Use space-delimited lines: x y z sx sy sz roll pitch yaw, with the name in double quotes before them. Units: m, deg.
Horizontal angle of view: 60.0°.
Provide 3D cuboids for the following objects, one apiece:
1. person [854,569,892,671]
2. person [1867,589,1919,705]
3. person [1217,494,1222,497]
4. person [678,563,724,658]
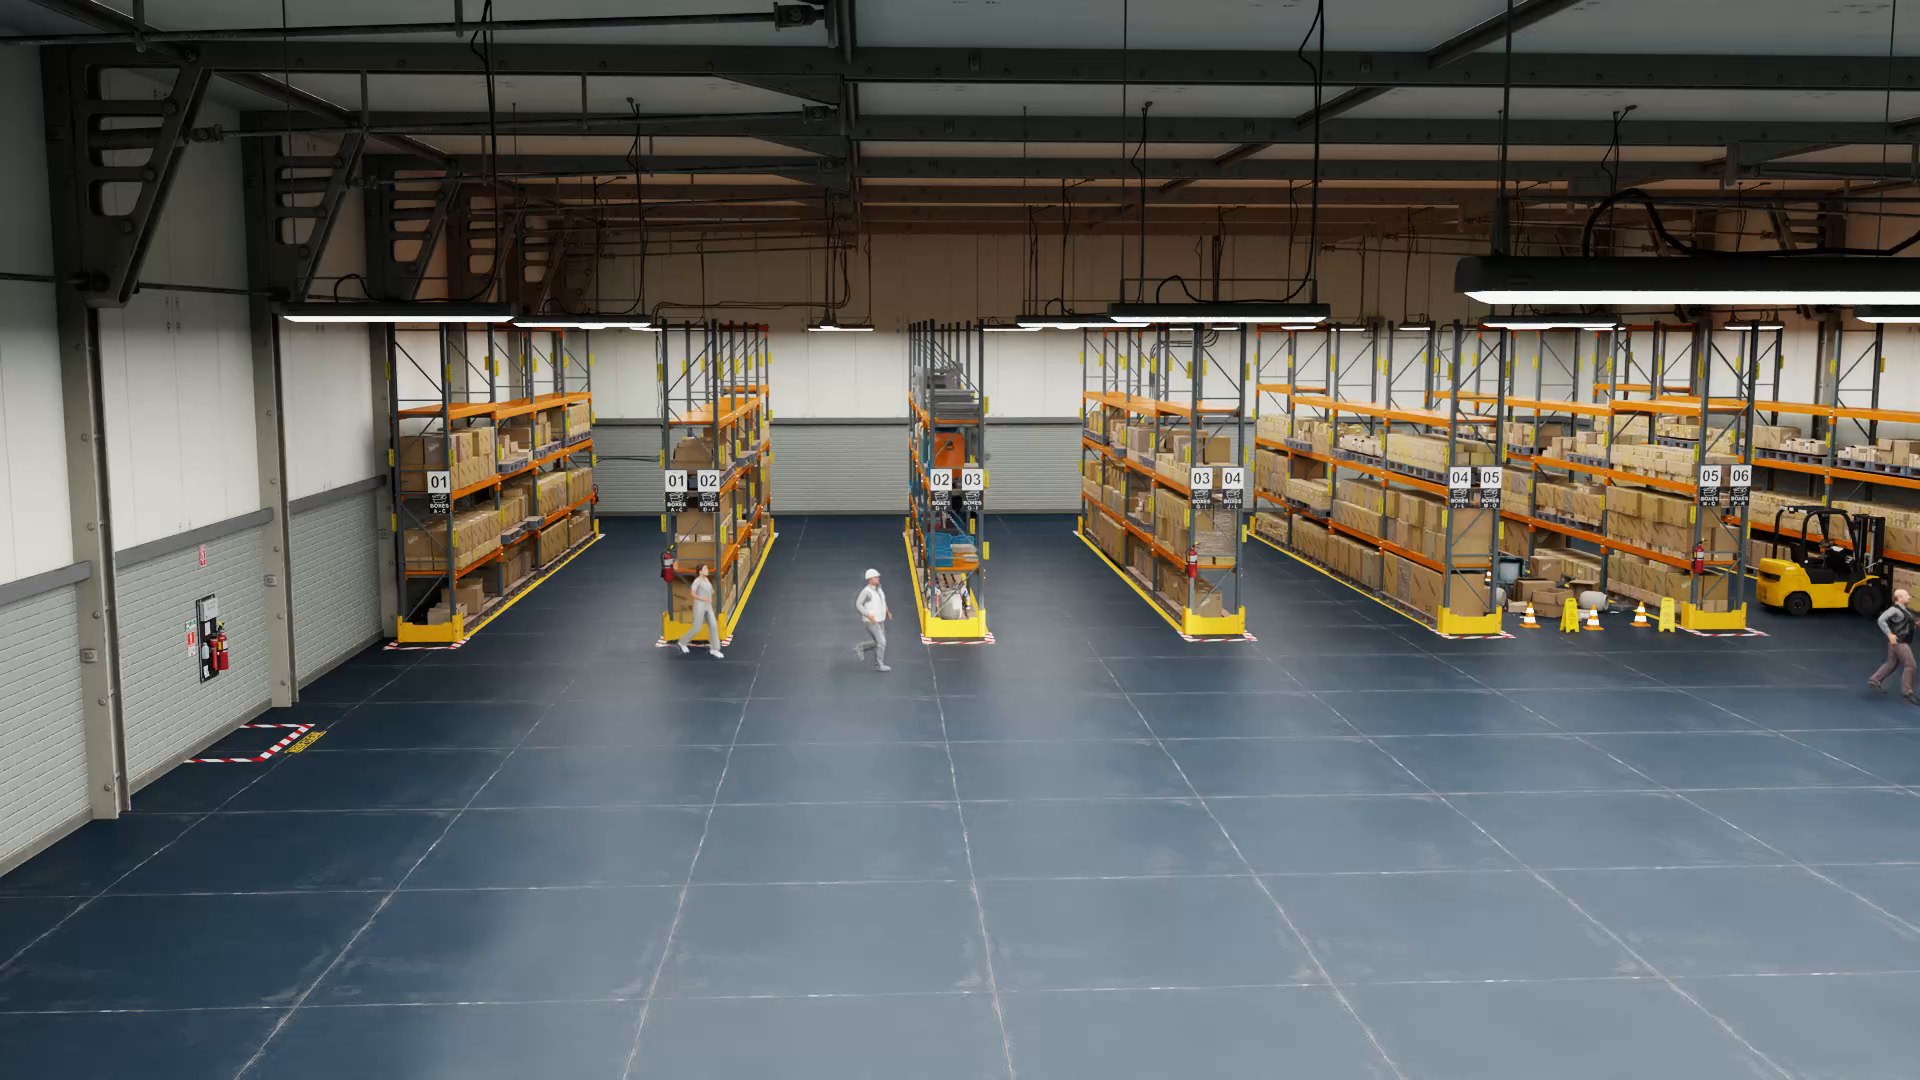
"person" -1.517 1.357 28.410 0.771 1.737 0.695 4 8 28
"person" 14.693 1.652 26.057 0.801 1.777 0.635 6 9 38
"person" 7.146 -1.094 47.874 0.904 1.751 1.007 3 8 24
"person" -4.580 1.235 29.604 0.973 1.669 0.603 4 8 28
